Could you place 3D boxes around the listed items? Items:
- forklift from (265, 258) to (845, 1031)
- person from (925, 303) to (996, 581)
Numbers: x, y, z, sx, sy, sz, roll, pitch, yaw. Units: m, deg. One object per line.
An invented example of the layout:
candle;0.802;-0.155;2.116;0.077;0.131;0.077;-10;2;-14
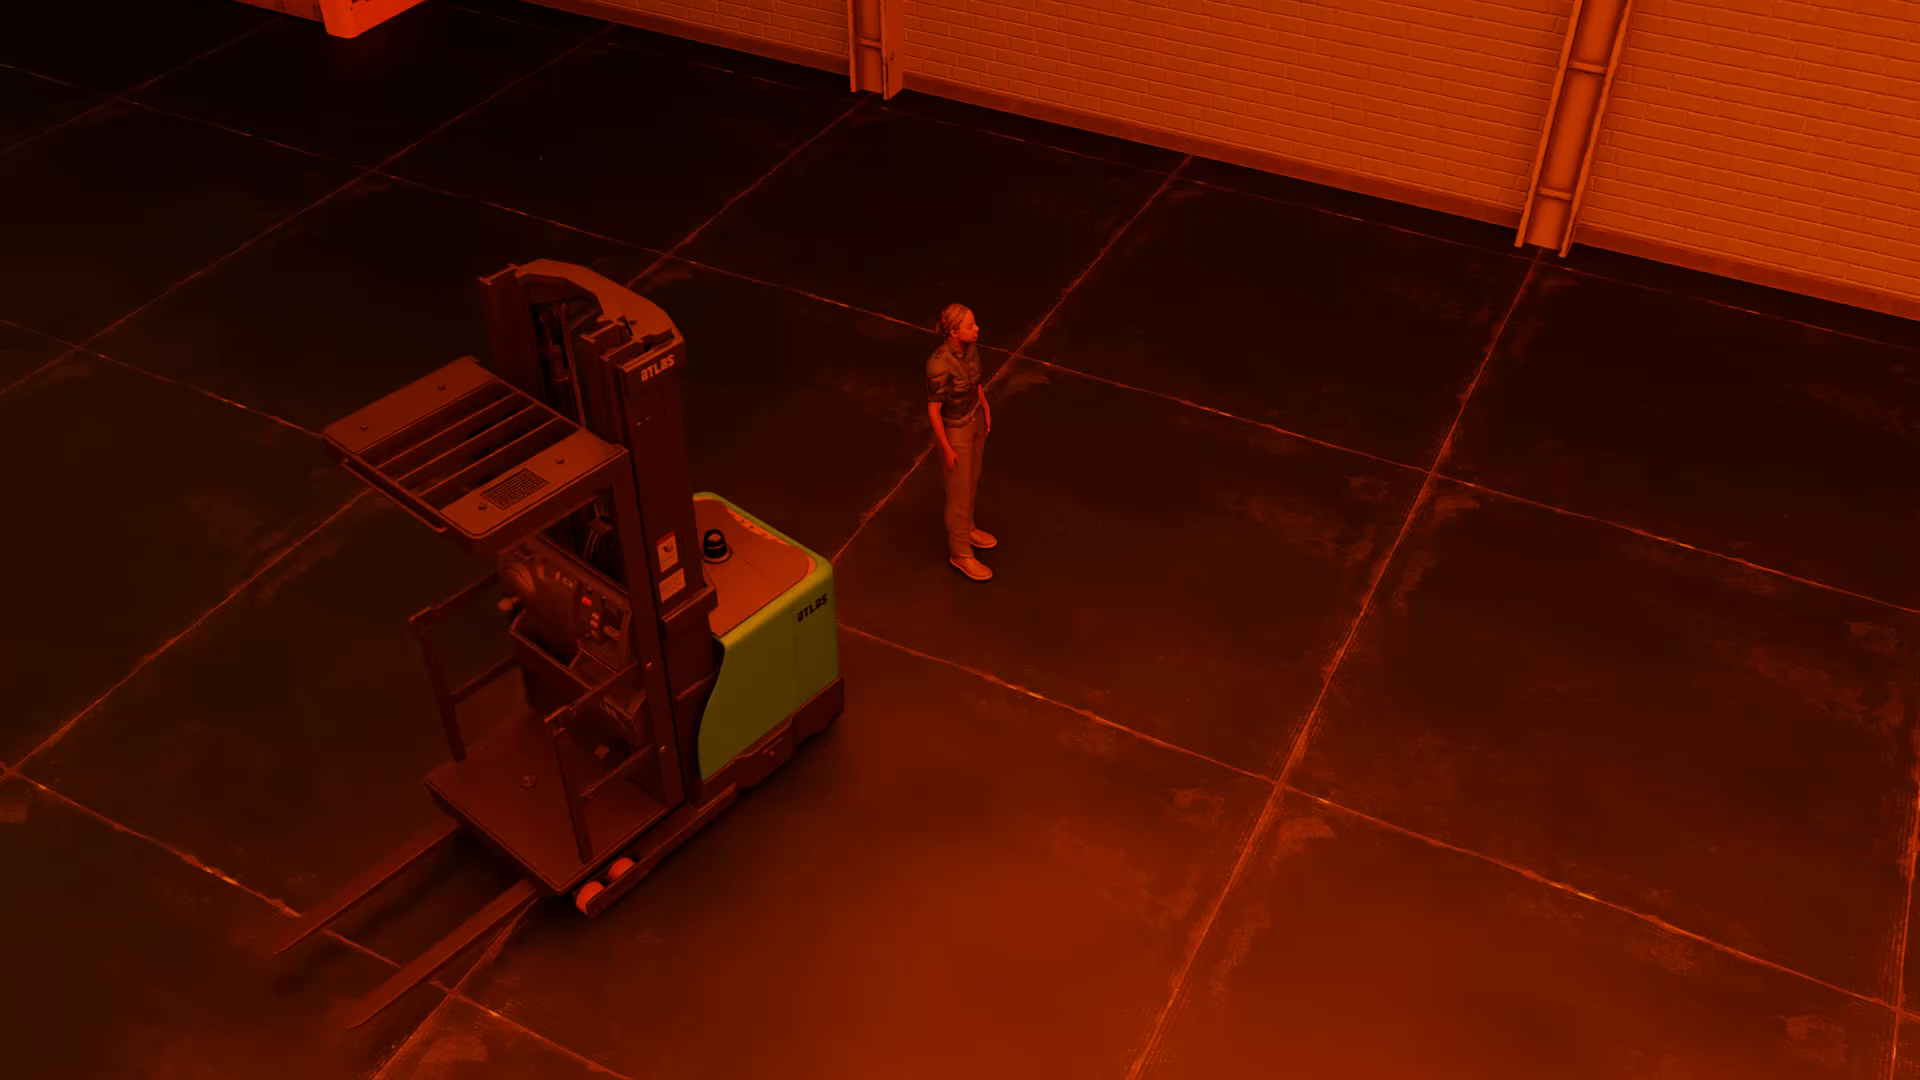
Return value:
forklift;-1.972;0.337;7.587;1.130;2.935;3.031;29;48;30
person;0.069;-0.601;9.680;0.503;1.656;0.569;18;43;21
